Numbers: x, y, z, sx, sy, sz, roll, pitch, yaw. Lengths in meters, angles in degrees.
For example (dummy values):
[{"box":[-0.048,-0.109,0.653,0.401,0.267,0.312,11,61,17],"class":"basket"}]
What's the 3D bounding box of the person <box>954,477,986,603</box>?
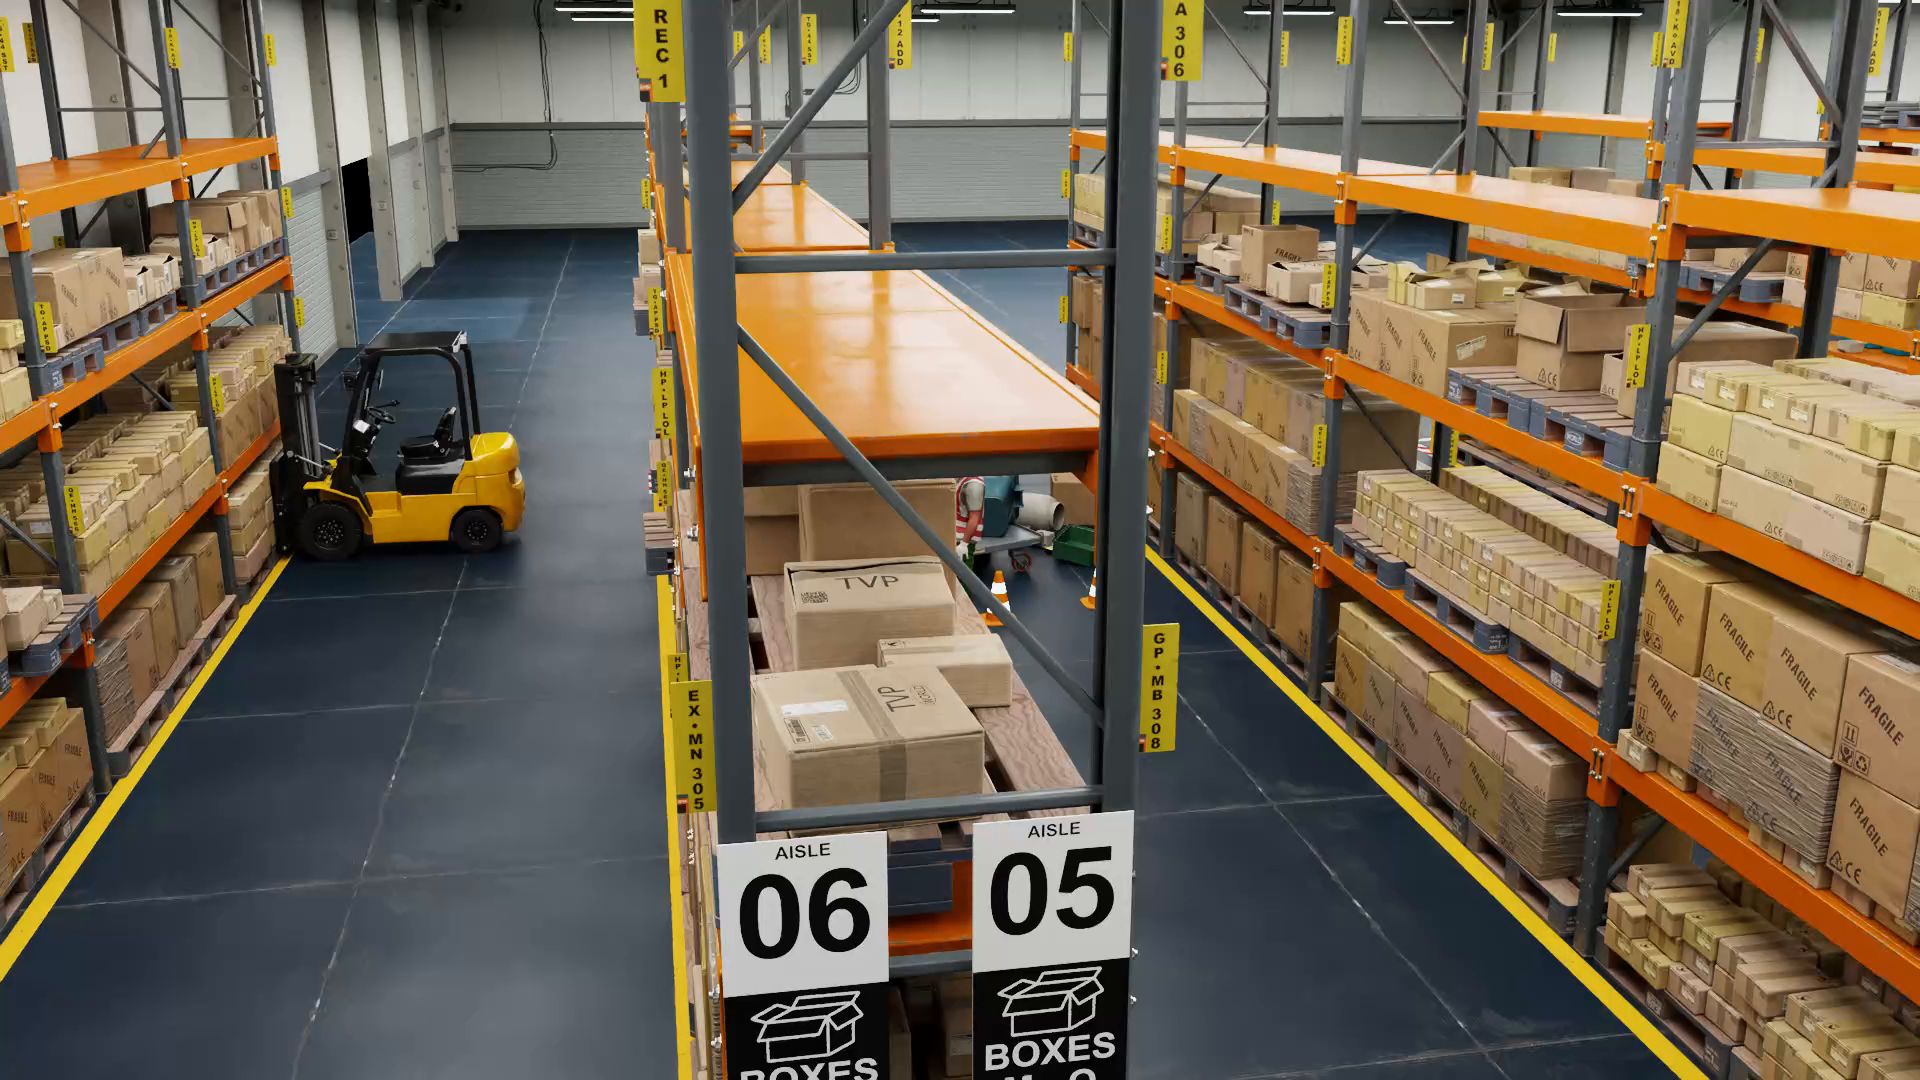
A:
[{"box":[-0.069,-0.011,14.497,0.562,1.789,0.638,-3,16,-10],"class":"person"}]
